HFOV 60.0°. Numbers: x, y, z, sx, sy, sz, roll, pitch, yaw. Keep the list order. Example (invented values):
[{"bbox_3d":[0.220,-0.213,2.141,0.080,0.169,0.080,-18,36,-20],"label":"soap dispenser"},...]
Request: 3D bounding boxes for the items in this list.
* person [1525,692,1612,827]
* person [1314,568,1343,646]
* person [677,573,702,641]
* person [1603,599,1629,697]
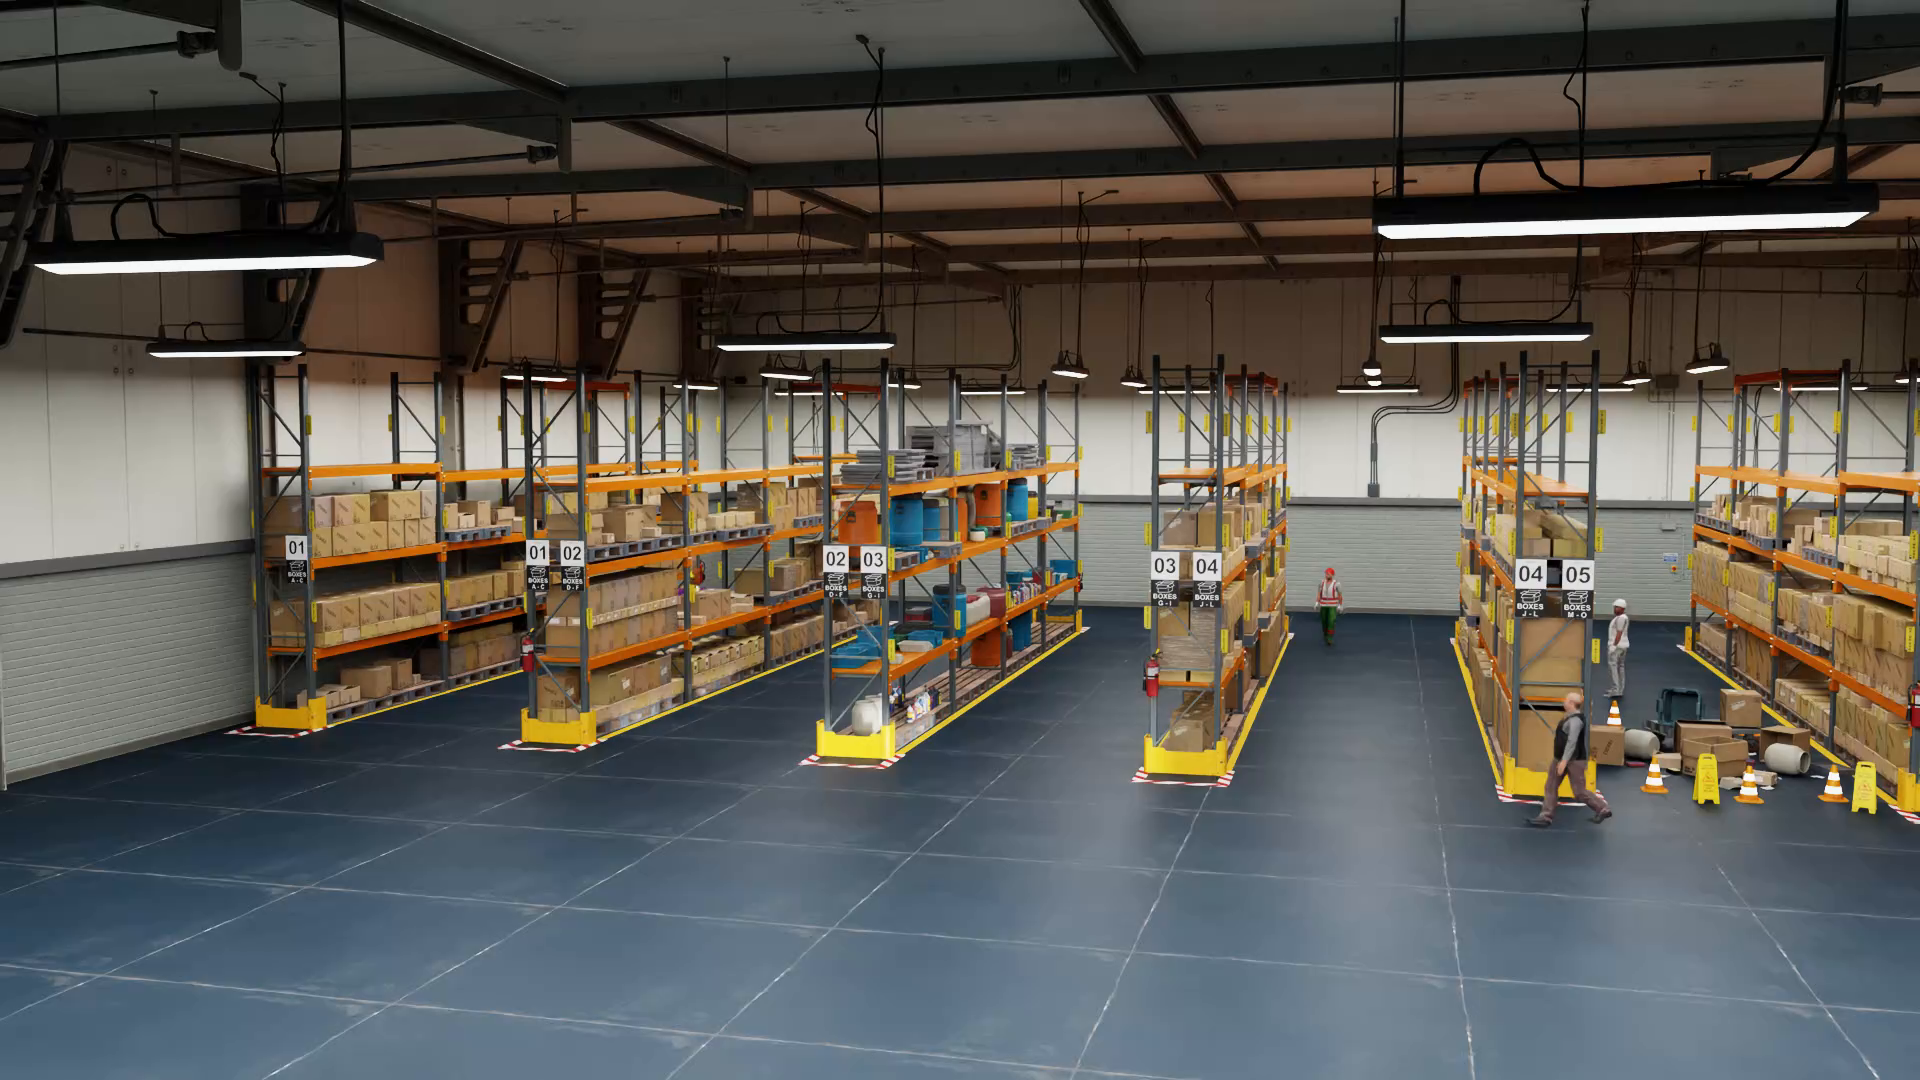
[{"bbox_3d":[7.594,2.838,20.657,0.980,1.495,0.504,-1,4,-8],"label":"person"},{"bbox_3d":[8.425,1.514,37.997,0.631,1.756,0.995,1,4,18],"label":"person"},{"bbox_3d":[-6.010,1.600,36.798,0.506,1.727,0.995,1,4,12],"label":"person"},{"bbox_3d":[12.178,2.001,30.816,0.638,1.814,0.447,-4,5,-44],"label":"person"}]
